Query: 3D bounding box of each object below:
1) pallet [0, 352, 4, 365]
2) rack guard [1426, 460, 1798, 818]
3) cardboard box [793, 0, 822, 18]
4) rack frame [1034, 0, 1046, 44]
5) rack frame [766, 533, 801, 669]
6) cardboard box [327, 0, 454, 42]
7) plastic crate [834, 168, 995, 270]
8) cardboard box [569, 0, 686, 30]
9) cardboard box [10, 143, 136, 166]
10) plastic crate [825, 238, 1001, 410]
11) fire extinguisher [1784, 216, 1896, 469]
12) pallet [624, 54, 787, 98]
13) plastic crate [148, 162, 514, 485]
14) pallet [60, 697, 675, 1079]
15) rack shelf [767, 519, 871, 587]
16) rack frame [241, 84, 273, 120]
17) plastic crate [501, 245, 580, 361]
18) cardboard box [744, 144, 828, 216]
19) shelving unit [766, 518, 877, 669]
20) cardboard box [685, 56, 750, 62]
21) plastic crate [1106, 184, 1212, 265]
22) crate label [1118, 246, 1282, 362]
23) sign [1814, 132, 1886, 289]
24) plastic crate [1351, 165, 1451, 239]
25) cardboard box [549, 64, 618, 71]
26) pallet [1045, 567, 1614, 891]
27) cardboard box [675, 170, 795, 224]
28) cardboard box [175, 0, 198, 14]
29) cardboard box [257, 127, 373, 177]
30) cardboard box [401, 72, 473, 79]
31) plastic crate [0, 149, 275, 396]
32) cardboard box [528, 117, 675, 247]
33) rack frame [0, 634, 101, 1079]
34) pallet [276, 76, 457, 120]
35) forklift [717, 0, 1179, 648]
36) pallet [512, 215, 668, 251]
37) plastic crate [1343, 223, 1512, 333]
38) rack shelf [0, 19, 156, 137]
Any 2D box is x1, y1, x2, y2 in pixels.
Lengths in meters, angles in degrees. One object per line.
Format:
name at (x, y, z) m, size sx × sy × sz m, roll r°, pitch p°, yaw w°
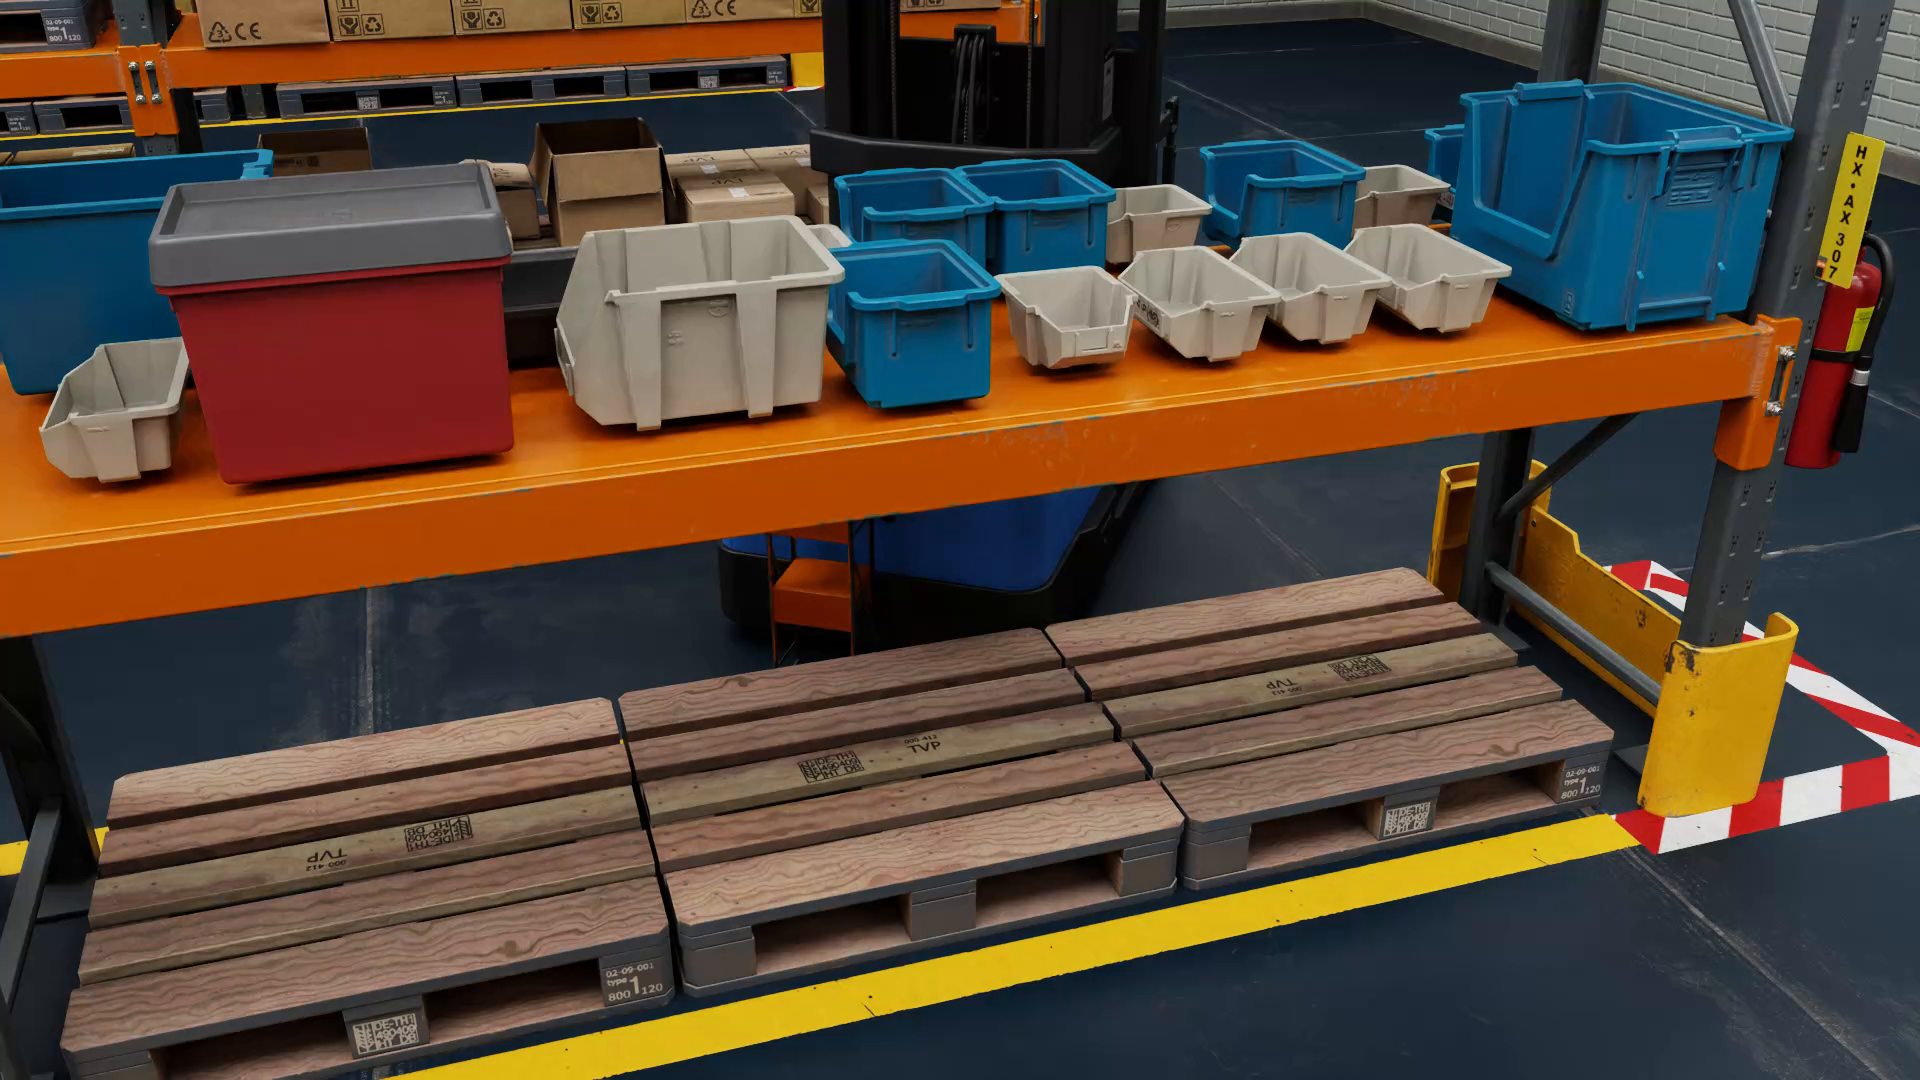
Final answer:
pallet at (-4.332, -1.046, 7.619) m, size 1.213 × 0.211 × 1.003 m, roll -8°, pitch 28°, yaw -16°
rack guard at (1.782, 0.232, 4.720) m, size 0.348 × 0.500 × 1.175 m, roll -8°, pitch 28°, yaw -16°
cardboard box at (-0.601, -2.769, 7.841) m, size 0.500 × 0.500 × 0.500 m, roll -8°, pitch 28°, yaw -16°
rack frame at (0.233, -2.973, 8.366) m, size 0.127 × 3.000 × 1.000 m, roll -8°, pitch 28°, yaw -16°
rack frame at (-0.511, -0.068, 4.706) m, size 0.008 × 1.050 × 0.200 m, roll 7°, pitch 27°, yaw 14°
cardboard box at (-2.515, -2.494, 7.288) m, size 0.500 × 0.500 × 0.500 m, roll -8°, pitch 27°, yaw -15°
plastic crate at (-0.111, -0.713, 3.934) m, size 0.300 × 0.233 × 0.416 m, roll -8°, pitch 28°, yaw -16°
cardboard box at (-1.556, -2.633, 7.568) m, size 0.500 × 0.500 × 0.500 m, roll -9°, pitch 28°, yaw -17°
cardboard box at (-4.106, -1.537, 7.788) m, size 0.500 × 0.500 × 0.500 m, roll -10°, pitch 28°, yaw -18°
plastic crate at (-0.110, -0.439, 3.382) m, size 0.300 × 0.233 × 0.416 m, roll -8°, pitch 28°, yaw -16°
fire extinguisher at (2.048, -0.506, 3.901) m, size 0.183 × 0.674 × 0.296 m, roll -8°, pitch 28°, yaw -16°
pallet at (-2.041, -3.675, 12.916) m, size 1.213 × 0.211 × 1.003 m, roll -8°, pitch 28°, yaw -16°
plastic crate at (-1.113, -0.400, 3.044) m, size 0.583 × 0.464 × 0.402 m, roll -8°, pitch 28°, yaw -16°
pallet at (-1.353, 0.804, 3.894) m, size 1.213 × 0.211 × 1.003 m, roll -8°, pitch 28°, yaw -16°
rack shelf at (-0.393, -0.044, 4.683) m, size 0.240 × 0.259 × 0.215 m, roll 7°, pitch 27°, yaw 14°
rack frame at (-5.108, -4.517, 11.474) m, size 0.127 × 3.000 × 1.000 m, roll -8°, pitch 28°, yaw -16°
plastic crate at (-1.059, -0.499, 3.624) m, size 0.590 × 0.125 × 0.437 m, roll -8°, pitch 28°, yaw -16°
cardboard box at (-0.847, -1.915, 8.832) m, size 0.500 × 0.250 × 0.500 m, roll -8°, pitch 28°, yaw -16°
shelving unit at (-0.393, -0.054, 4.678) m, size 0.252 × 1.050 × 0.215 m, roll 7°, pitch 27°, yaw 14°
cardboard box at (-1.939, -3.997, 12.767) m, size 0.500 × 0.500 × 0.700 m, roll -8°, pitch 28°, yaw -16°
plastic crate at (0.451, -0.790, 4.197) m, size 0.298 × 0.136 × 0.250 m, roll -8°, pitch 28°, yaw -16°
crate label at (0.507, -0.516, 3.645) m, size 0.243 × 0.136 × 0.396 m, roll -8°, pitch 28°, yaw -16°
sign at (1.949, -0.721, 3.646) m, size 0.005 × 0.325 × 0.100 m, roll -8°, pitch 28°, yaw -16°
plastic crate at (1.096, -0.883, 4.385) m, size 0.298 × 0.136 × 0.250 m, roll -8°, pitch 28°, yaw -16°
cardboard box at (-2.893, -3.859, 12.488) m, size 0.500 × 0.500 × 0.700 m, roll -9°, pitch 28°, yaw -18°
pallet at (0.967, 0.468, 4.571) m, size 1.213 × 0.211 × 1.003 m, roll -8°, pitch 28°, yaw -16°
cardboard box at (-1.120, -1.642, 8.281) m, size 0.500 × 0.250 × 0.500 m, roll -8°, pitch 28°, yaw -16°
cardboard box at (-5.686, -3.597, 11.568) m, size 0.750 × 0.750 × 0.750 m, roll -8°, pitch 27°, yaw -15°
cardboard box at (-3.116, -1.698, 8.114) m, size 0.500 × 0.500 × 0.500 m, roll -8°, pitch 28°, yaw -16°
cardboard box at (-3.886, -3.713, 12.194) m, size 0.500 × 0.500 × 0.700 m, roll -9°, pitch 28°, yaw -17°
plastic crate at (-1.702, -0.556, 3.447) m, size 0.575 × 0.384 × 0.392 m, roll -8°, pitch 28°, yaw -16°
cardboard box at (-1.786, -1.762, 8.239) m, size 0.637 × 0.503 × 0.797 m, roll -8°, pitch 28°, yaw -16°
rack frame at (-2.040, -0.328, 3.037) m, size 0.127 × 3.000 × 1.000 m, roll -8°, pitch 28°, yaw -16°
pallet at (-4.361, -3.339, 12.239) m, size 1.213 × 0.211 × 1.003 m, roll -8°, pitch 28°, yaw -16°
forklift at (0.189, -1.580, 5.637) m, size 1.130 × 2.935 × 3.031 m, roll 8°, pitch 27°, yaw 16°
pallet at (-1.755, -1.437, 8.408) m, size 1.213 × 0.211 × 1.003 m, roll -8°, pitch 28°, yaw -16°
plastic crate at (1.044, -0.599, 3.811) m, size 0.243 × 0.136 × 0.396 m, roll -8°, pitch 28°, yaw -16°
rack shelf at (-5.472, -1.825, 6.862) m, size 4.000 × 0.370 × 1.077 m, roll -8°, pitch 28°, yaw -16°
